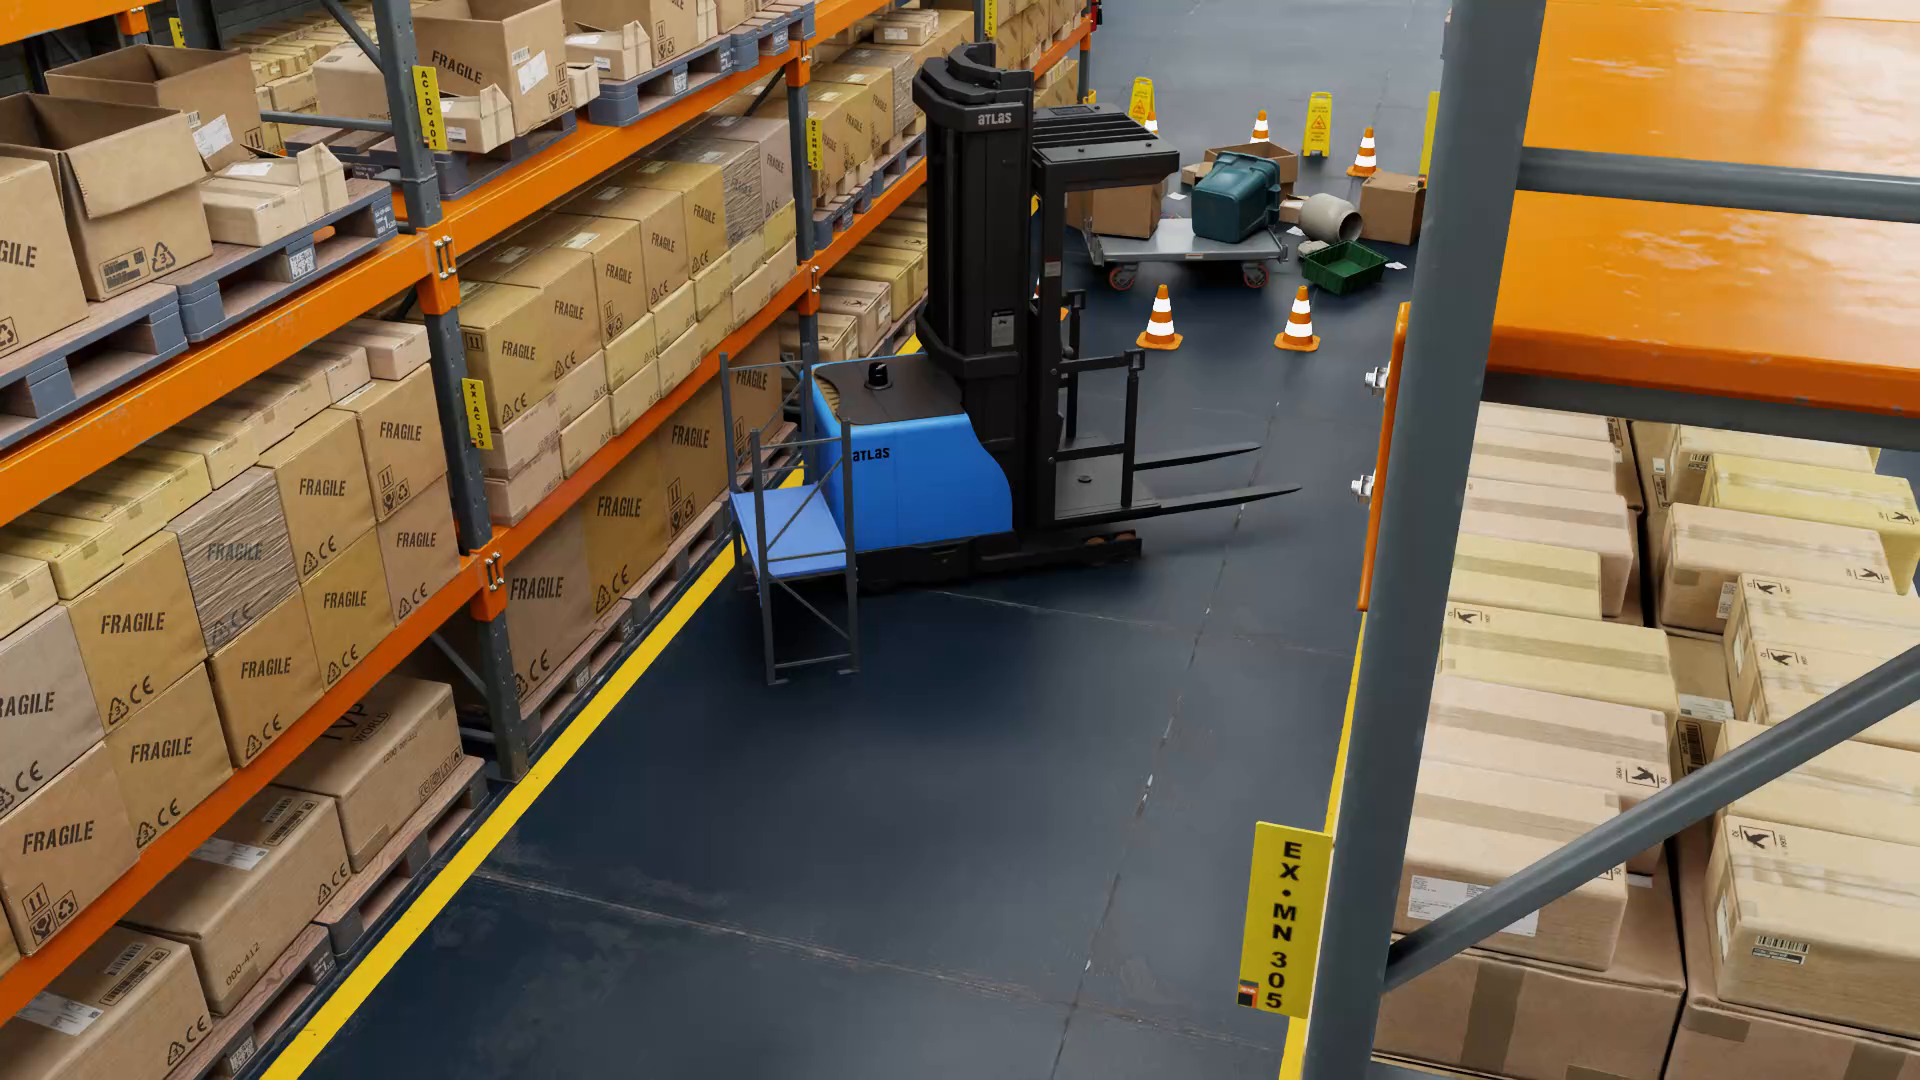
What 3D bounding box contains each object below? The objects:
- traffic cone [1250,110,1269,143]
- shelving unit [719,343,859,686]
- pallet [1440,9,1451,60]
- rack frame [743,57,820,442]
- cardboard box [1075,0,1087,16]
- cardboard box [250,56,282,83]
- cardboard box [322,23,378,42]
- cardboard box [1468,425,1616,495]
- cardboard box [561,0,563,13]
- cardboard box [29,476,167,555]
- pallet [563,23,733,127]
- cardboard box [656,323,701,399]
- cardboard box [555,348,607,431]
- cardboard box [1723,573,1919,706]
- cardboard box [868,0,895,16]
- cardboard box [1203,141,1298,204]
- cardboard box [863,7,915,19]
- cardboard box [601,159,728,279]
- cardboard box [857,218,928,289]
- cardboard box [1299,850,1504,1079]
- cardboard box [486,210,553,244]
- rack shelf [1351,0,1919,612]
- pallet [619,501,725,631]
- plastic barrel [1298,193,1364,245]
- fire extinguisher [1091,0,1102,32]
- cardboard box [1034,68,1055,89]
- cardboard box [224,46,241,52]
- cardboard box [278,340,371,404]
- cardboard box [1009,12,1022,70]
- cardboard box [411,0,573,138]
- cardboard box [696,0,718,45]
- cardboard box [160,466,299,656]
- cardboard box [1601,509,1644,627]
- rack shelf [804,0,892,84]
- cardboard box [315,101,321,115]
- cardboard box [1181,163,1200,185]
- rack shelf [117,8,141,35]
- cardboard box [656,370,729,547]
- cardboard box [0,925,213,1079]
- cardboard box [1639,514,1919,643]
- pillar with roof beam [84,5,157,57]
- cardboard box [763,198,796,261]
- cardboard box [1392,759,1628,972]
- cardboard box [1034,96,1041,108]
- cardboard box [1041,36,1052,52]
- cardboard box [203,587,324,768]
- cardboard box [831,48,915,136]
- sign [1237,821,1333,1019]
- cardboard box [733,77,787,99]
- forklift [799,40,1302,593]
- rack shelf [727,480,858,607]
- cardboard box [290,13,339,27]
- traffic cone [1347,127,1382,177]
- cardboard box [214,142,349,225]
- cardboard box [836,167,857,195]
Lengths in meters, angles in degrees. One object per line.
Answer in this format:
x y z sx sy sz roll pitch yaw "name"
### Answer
3.167 -4.294 17.528 0.336 0.463 0.334 8 30 15 "traffic cone"
-0.928 -0.154 9.019 0.538 1.500 1.048 -8 30 -14 "shelving unit"
3.451 -2.945 9.602 1.213 0.211 1.003 10 31 17 "pallet"
-1.449 -2.069 10.919 1.000 3.000 0.127 8 30 15 "rack frame"
1.003 -5.669 16.981 0.500 0.500 0.500 8 30 14 "cardboard box"
-5.582 -3.700 13.081 0.380 0.149 0.250 9 30 15 "cardboard box"
-5.177 -4.288 14.139 0.380 0.149 0.250 8 30 14 "cardboard box"
1.187 -0.117 3.554 0.380 0.149 0.250 9 30 16 "cardboard box"
-4.189 -5.558 17.087 0.500 0.500 0.500 9 30 15 "cardboard box"
-2.903 -0.084 5.552 0.380 0.149 0.250 9 30 15 "cardboard box"
-1.913 -2.470 8.749 1.003 0.211 1.213 10 31 17 "pallet"
-1.770 -1.019 9.186 0.500 0.250 0.500 8 30 14 "cardboard box"
-2.098 -0.774 8.230 0.500 0.250 0.500 9 30 16 "cardboard box"
1.591 0.208 2.971 0.380 0.149 0.250 9 30 16 "cardboard box"
-0.751 -4.400 13.602 0.380 0.149 0.250 8 30 15 "cardboard box"
2.804 -3.518 16.092 0.797 0.503 0.637 -12 31 -20 "cardboard box"
-0.687 -4.108 13.744 0.500 0.500 0.500 9 30 16 "cardboard box"
-1.646 -1.803 9.309 0.500 0.500 0.500 9 30 15 "cardboard box"
-0.634 -2.384 13.757 0.950 0.372 0.625 10 31 18 "cardboard box"
0.845 0.814 2.806 0.500 0.250 0.500 8 30 14 "cardboard box"
-2.420 -1.408 8.600 0.500 0.500 0.500 9 30 16 "cardboard box"
1.552 -0.927 3.438 1.077 0.370 4.000 8 30 15 "rack shelf"
-2.112 0.070 9.942 1.003 0.211 1.213 8 30 15 "pallet"
3.353 -2.889 15.043 0.421 0.421 0.512 -17 34 -28 "plastic barrel"
1.373 -5.740 17.598 0.296 0.674 0.183 8 30 15 "fire extinguisher"
0.714 -4.552 16.339 0.380 0.149 0.250 10 31 17 "cardboard box"
-6.039 -3.894 13.430 0.380 0.149 0.250 8 30 14 "cardboard box"
-2.590 -0.679 6.621 0.380 0.149 0.250 9 30 16 "cardboard box"
0.246 -4.503 14.885 0.500 0.500 0.500 8 30 15 "cardboard box"
-2.087 -2.116 7.384 0.500 0.500 0.500 8 30 14 "cardboard box"
-1.519 -2.815 8.880 0.396 0.266 0.258 8 30 14 "cardboard box"
-2.795 0.041 5.995 0.500 0.500 0.500 9 30 16 "cardboard box"
1.158 0.119 3.541 0.500 0.250 0.500 9 30 16 "cardboard box"
-0.862 -3.995 12.035 1.077 0.370 4.000 8 30 15 "rack shelf"
-5.380 -3.596 13.817 0.500 0.250 0.500 9 30 16 "cardboard box"
2.446 -3.644 16.682 0.250 0.149 0.380 -24 37 -37 "cardboard box"
-6.782 -2.843 9.964 1.077 0.370 4.000 8 30 15 "rack shelf"
-1.997 -0.601 10.033 0.875 0.875 0.875 9 30 15 "cardboard box"
-3.438 1.837 6.100 0.875 0.438 0.875 9 30 16 "cardboard box"
1.654 0.202 3.391 0.500 0.250 0.500 9 30 15 "cardboard box"
-2.559 -5.517 10.947 9.100 9.000 0.400 8 30 15 "pillar with roof beam"
-1.348 -1.961 10.364 0.500 0.250 0.500 8 30 15 "cardboard box"
0.781 0.474 2.492 0.380 0.149 0.250 8 30 14 "cardboard box"
0.456 -3.964 15.951 0.500 0.500 0.500 10 31 17 "cardboard box"
0.685 -4.868 16.209 0.380 0.149 0.250 8 30 14 "cardboard box"
-2.794 0.474 6.245 0.500 0.500 0.500 8 30 14 "cardboard box"
-0.646 -3.325 12.335 0.500 0.500 0.500 7 30 13 "cardboard box"
0.440 0.522 2.265 0.100 0.325 0.005 8 30 15 "sign"
-1.440 -2.919 11.606 0.500 0.500 0.500 8 30 14 "cardboard box"
0.598 -1.365 9.723 3.031 2.935 1.130 -8 30 -14 "forklift"
-0.928 0.003 9.106 0.538 0.185 1.000 -8 30 -14 "rack shelf"
-5.587 -4.474 14.472 0.380 0.149 0.250 8 30 14 "cardboard box"
4.148 -3.975 16.954 0.336 0.463 0.334 8 30 15 "traffic cone"
-2.505 -1.347 6.139 0.396 0.266 0.258 9 30 16 "cardboard box"
-0.936 -2.514 11.546 0.380 0.149 0.250 7 30 12 "cardboard box"
